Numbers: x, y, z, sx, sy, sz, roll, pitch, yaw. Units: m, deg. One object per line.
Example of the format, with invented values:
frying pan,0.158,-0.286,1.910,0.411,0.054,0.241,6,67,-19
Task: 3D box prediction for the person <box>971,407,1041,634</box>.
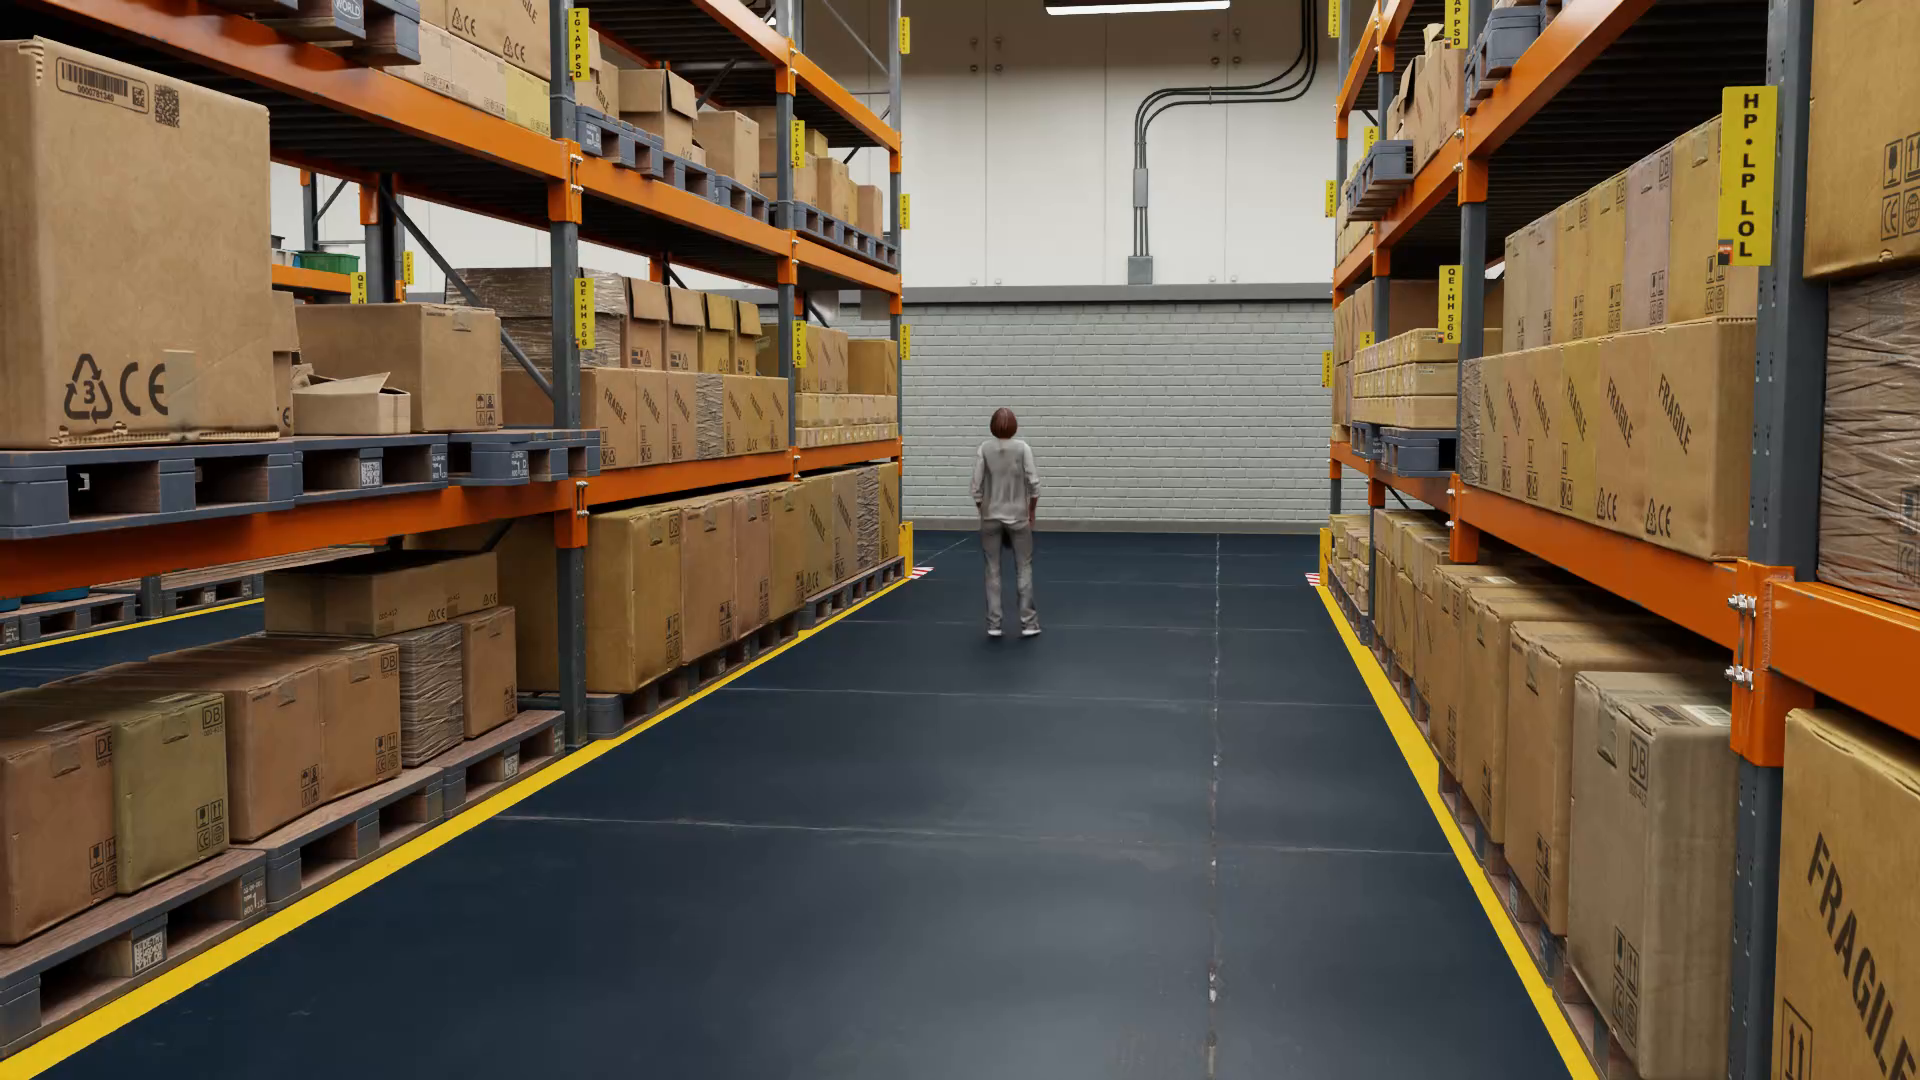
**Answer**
person,0.321,-0.124,11.712,0.487,1.581,0.376,1,5,9
